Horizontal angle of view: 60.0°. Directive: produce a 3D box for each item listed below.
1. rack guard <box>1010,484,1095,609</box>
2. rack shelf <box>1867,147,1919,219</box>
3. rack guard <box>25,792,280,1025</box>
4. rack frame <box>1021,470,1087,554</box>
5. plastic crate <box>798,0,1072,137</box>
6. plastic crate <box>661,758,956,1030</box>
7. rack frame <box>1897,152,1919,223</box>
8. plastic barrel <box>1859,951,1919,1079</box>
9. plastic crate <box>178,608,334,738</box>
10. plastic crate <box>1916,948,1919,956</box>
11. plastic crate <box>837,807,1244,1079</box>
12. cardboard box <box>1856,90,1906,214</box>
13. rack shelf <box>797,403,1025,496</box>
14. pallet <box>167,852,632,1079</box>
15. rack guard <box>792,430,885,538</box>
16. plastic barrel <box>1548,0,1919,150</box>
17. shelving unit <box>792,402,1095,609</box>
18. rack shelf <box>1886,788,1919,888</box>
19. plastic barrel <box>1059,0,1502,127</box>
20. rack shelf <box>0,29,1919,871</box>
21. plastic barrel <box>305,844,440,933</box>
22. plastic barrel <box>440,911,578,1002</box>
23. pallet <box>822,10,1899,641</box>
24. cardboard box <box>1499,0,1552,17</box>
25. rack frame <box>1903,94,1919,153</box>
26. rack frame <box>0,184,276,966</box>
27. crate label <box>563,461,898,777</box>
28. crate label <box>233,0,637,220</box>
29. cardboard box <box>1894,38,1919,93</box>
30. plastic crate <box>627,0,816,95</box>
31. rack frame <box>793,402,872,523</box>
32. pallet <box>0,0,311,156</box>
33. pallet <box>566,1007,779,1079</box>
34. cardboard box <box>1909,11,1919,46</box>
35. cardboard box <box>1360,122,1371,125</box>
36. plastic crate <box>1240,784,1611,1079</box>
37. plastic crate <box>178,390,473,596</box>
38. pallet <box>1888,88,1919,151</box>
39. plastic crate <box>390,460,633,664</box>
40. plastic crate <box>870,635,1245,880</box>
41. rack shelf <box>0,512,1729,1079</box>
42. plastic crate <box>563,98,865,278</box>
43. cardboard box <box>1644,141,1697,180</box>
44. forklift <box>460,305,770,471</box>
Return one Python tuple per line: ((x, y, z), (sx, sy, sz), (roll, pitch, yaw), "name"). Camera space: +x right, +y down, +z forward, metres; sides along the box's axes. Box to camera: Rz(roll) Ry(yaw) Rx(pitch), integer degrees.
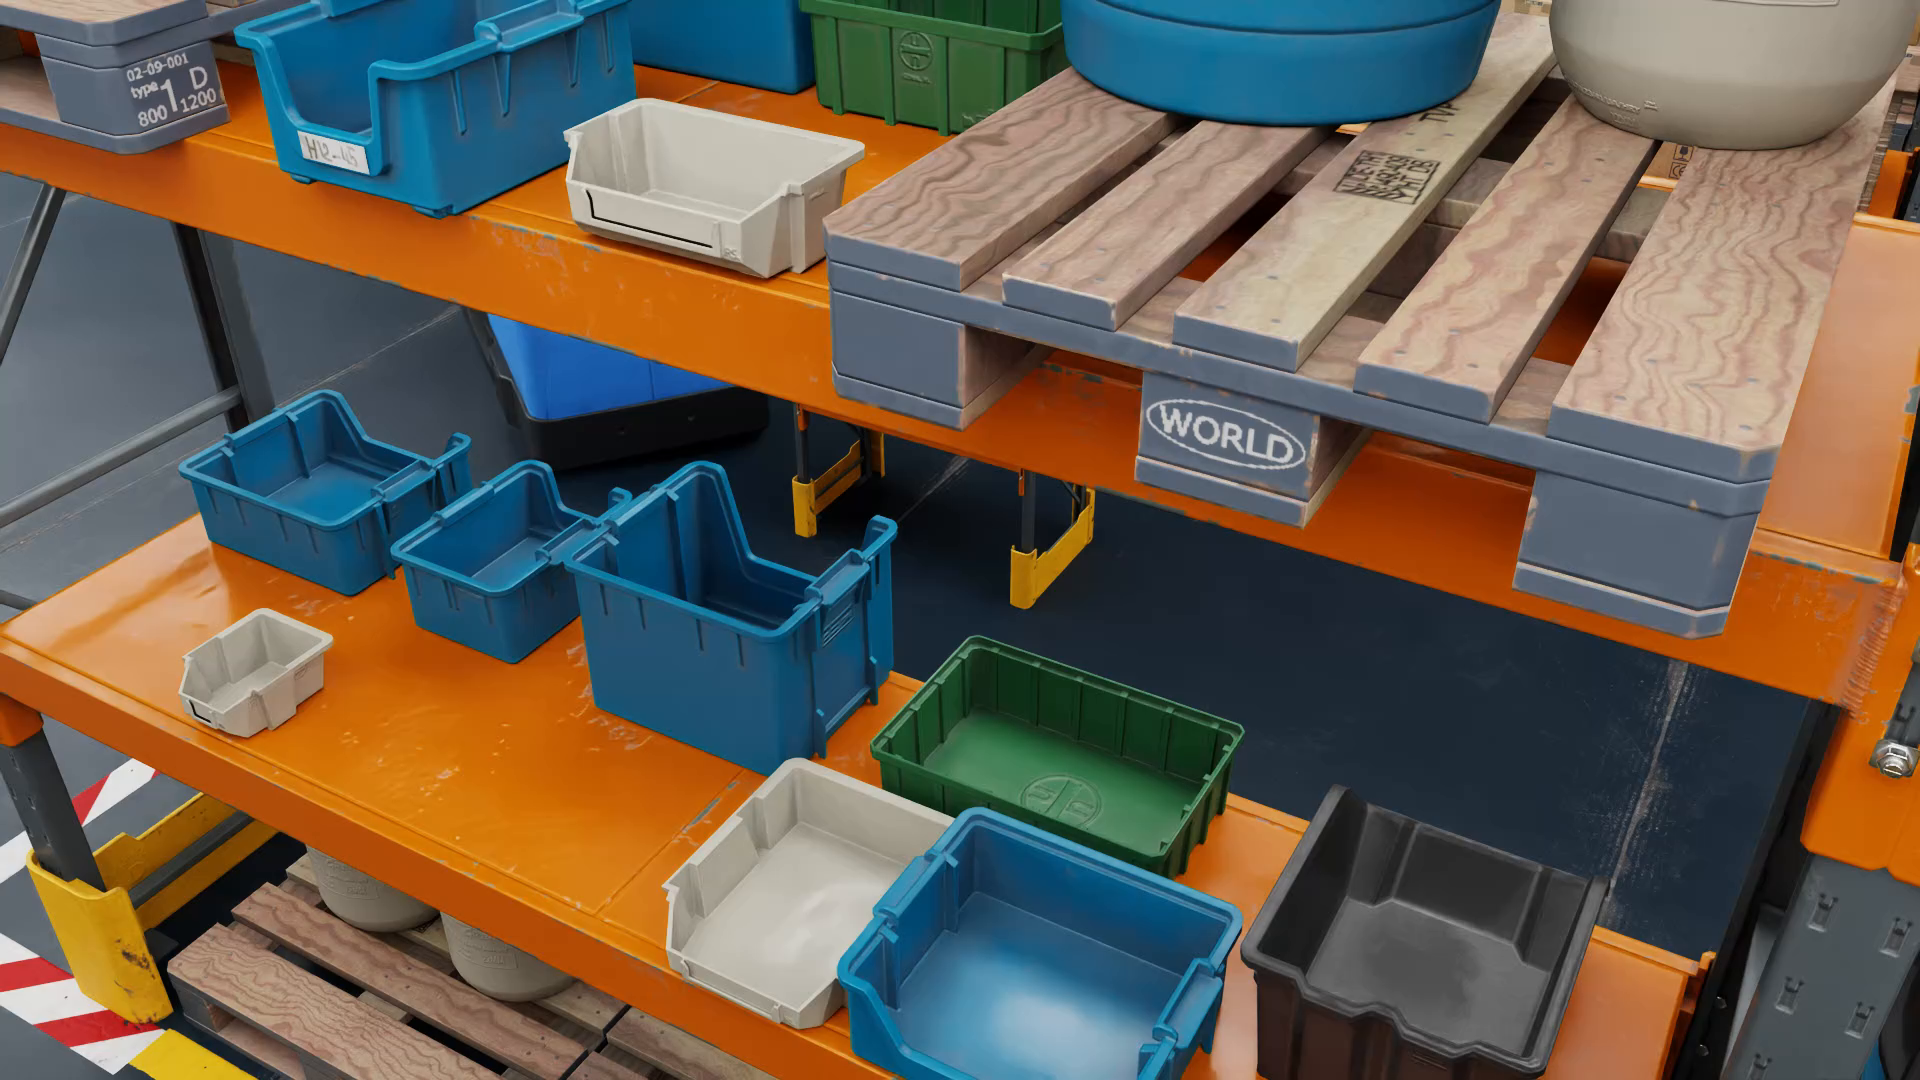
((0.366, 0.012, 6.507), (0.087, 0.250, 0.587), (18, 37, 24), "rack guard")
((1.967, -1.726, 7.285), (4.000, 0.370, 1.077), (18, 37, 24), "rack shelf")
((-2.141, 0.846, 5.029), (0.348, 0.500, 1.175), (18, 37, 24), "rack guard")
((0.367, -0.508, 6.160), (0.032, 1.500, 0.500), (18, 37, 24), "rack frame")
((0.008, -0.818, 2.757), (0.450, 0.188, 0.336), (18, 37, 24), "plastic crate")
((-0.293, 0.692, 3.242), (0.437, 0.136, 0.530), (18, 37, 24), "plastic crate")
((3.703, -1.475, 6.259), (0.127, 3.000, 1.000), (18, 37, 24), "rack frame")
((1.428, 0.951, 2.164), (0.708, 0.901, 0.600), (18, 37, 24), "plastic barrel")
((-1.613, 0.318, 3.804), (0.250, 0.136, 0.298), (18, 37, 24), "plastic crate")
((1.815, 0.867, 2.685), (0.583, 0.464, 0.402), (18, 37, 24), "plastic crate")
((0.147, 0.796, 2.983), (0.616, 0.251, 0.499), (18, 37, 24), "plastic crate")
((3.315, -1.636, 6.410), (0.500, 0.500, 0.700), (17, 37, 23), "cardboard box")
((-0.074, -0.498, 6.469), (1.000, 0.185, 0.538), (18, 37, 24), "rack shelf")
((-1.438, 1.192, 4.769), (1.213, 0.211, 1.003), (18, 37, 24), "pallet")
((-0.499, -0.262, 6.918), (0.087, 0.250, 0.587), (18, 37, 24), "rack guard")
((0.966, -0.775, 2.022), (0.421, 0.512, 0.421), (0, 34, 0), "plastic barrel")
((-0.066, -0.645, 6.366), (1.083, 1.500, 0.587), (18, 37, 24), "shelving unit")
((2.979, 0.508, 1.223), (4.000, 0.370, 1.077), (18, 37, 24), "rack shelf")
((0.431, -1.050, 2.083), (0.708, 0.901, 0.600), (18, 37, 24), "plastic barrel")
((-0.494, -0.592, 2.875), (4.000, 0.370, 1.077), (18, 37, 24), "rack shelf")
((-1.621, 0.812, 4.690), (0.421, 0.512, 0.421), (0, 34, 0), "plastic barrel")
((-1.186, 0.950, 4.483), (0.421, 0.512, 0.421), (0, 34, 0), "plastic barrel")
((0.568, -0.414, 2.129), (1.003, 0.211, 1.213), (18, 37, 24), "pallet")
((2.259, -2.109, 6.535), (0.250, 0.149, 0.380), (19, 38, 26), "cardboard box")
((6.158, -3.860, 9.841), (0.127, 3.000, 1.000), (18, 37, 24), "rack frame")
((-2.230, -0.193, 4.333), (0.127, 3.000, 1.000), (18, 37, 24), "rack frame")
((-0.498, 0.169, 3.759), (0.616, 0.435, 0.502), (18, 37, 24), "crate label")
((-0.769, -0.706, 2.531), (0.408, 0.251, 0.502), (18, 37, 24), "crate label")
((3.361, -1.759, 6.009), (0.250, 0.149, 0.380), (18, 37, 24), "cardboard box")
((-0.425, -1.055, 2.936), (0.575, 0.384, 0.392), (18, 37, 24), "plastic crate")
((-0.515, -0.788, 6.579), (0.032, 1.500, 0.500), (18, 37, 24), "rack frame")
((-1.561, -1.088, 3.142), (1.213, 0.211, 1.003), (18, 37, 24), "pallet")
((-0.383, 1.528, 4.265), (1.213, 0.211, 1.003), (18, 37, 24), "pallet")
((3.315, -2.176, 6.051), (0.500, 0.500, 0.700), (18, 38, 25), "cardboard box")
((1.975, -2.058, 7.044), (0.500, 0.500, 0.700), (19, 38, 26), "cardboard box")
((0.851, 0.728, 3.006), (0.504, 0.338, 0.767), (18, 37, 24), "plastic crate")
((-1.647, -0.137, 4.384), (0.616, 0.251, 0.499), (18, 37, 24), "plastic crate")
((5.557, -2.867, 10.865), (1.213, 0.211, 1.003), (18, 37, 24), "pallet")
((-1.086, 0.044, 4.112), (0.408, 0.251, 0.499), (18, 37, 24), "plastic crate")
((0.204, 0.486, 3.504), (0.662, 0.188, 0.450), (18, 37, 24), "plastic crate")
((-0.494, 0.657, 3.707), (4.000, 0.370, 1.077), (18, 37, 24), "rack shelf")
((-0.352, -0.478, 2.294), (0.396, 0.136, 0.243), (18, 37, 24), "plastic crate")
((2.854, -1.778, 6.623), (0.500, 0.500, 0.700), (17, 37, 24), "cardboard box")
((-1.895, -2.320, 7.590), (1.130, 2.935, 3.031), (-13, 36, -19), "forklift")
